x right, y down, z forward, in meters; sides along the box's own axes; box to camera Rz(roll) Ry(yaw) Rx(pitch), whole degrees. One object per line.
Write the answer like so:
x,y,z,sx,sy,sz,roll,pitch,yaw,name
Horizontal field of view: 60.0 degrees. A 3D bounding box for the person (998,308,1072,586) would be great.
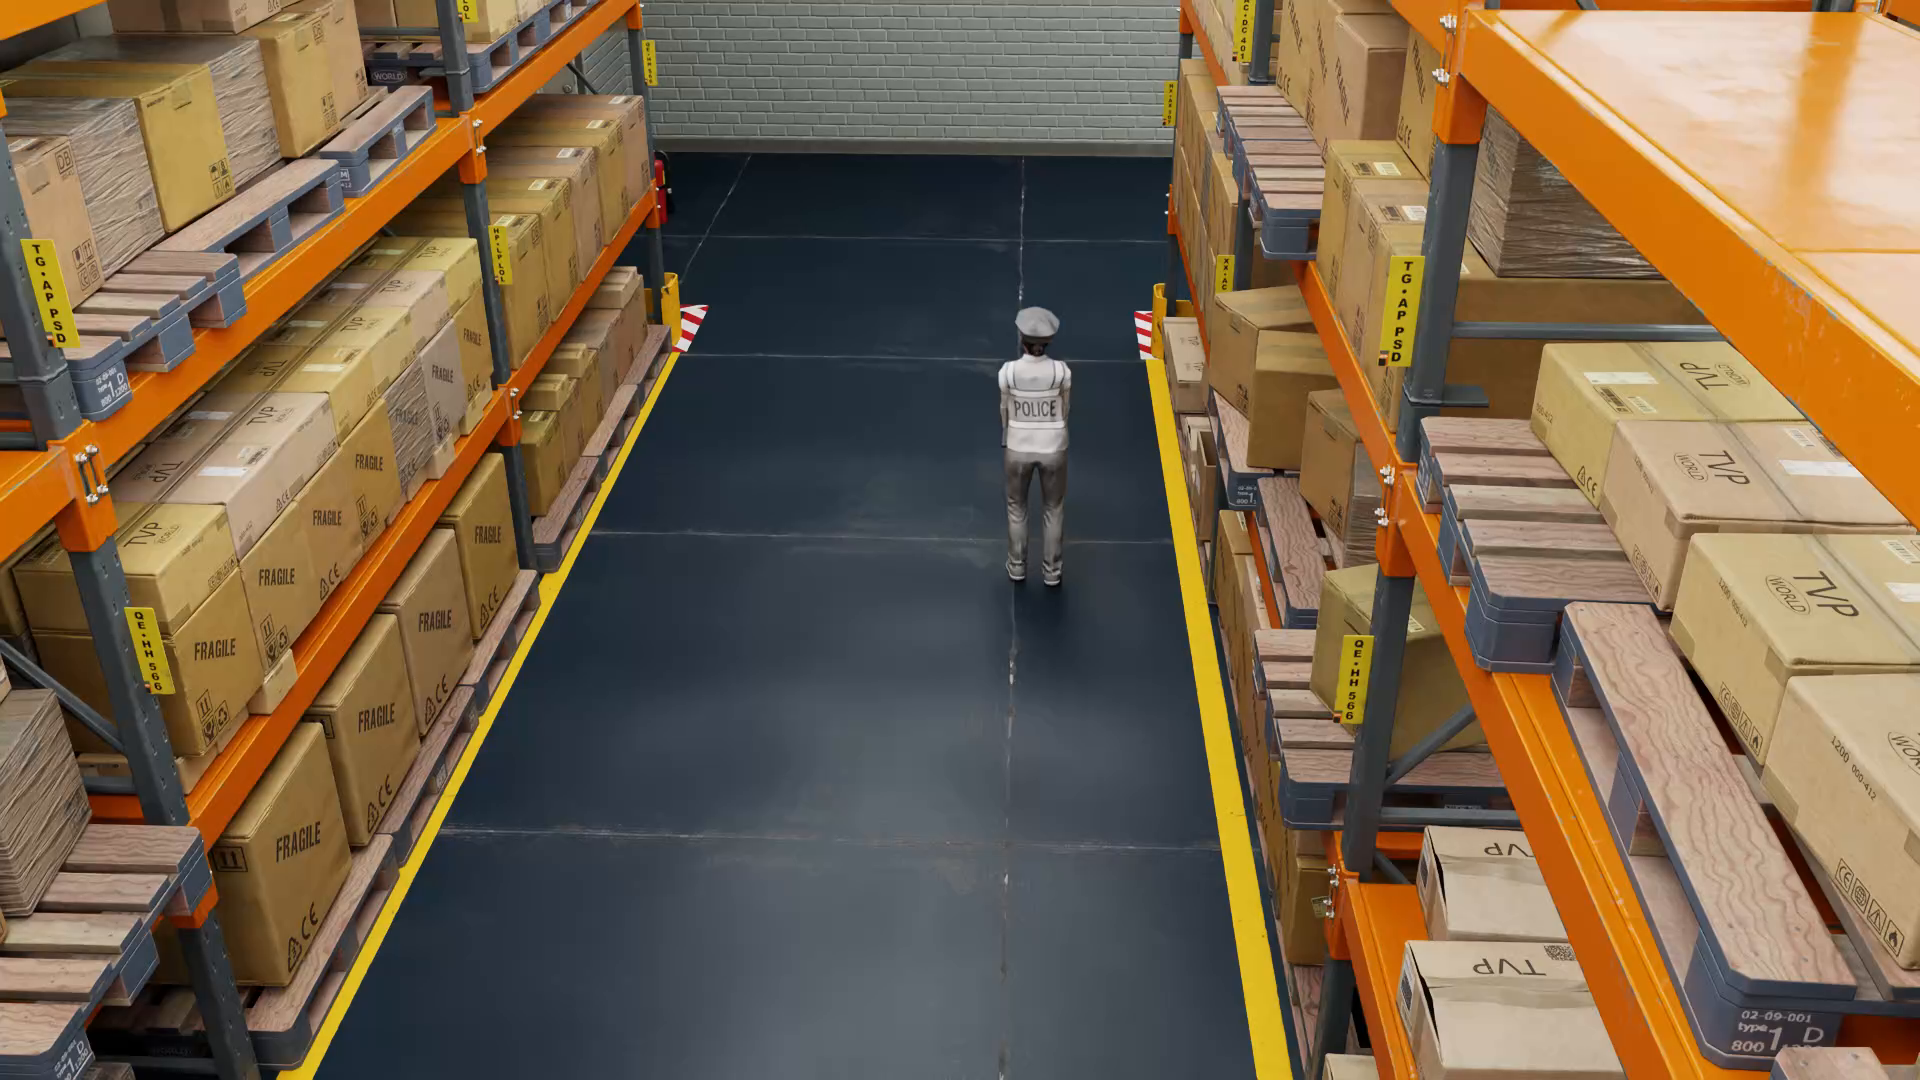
0.426,-0.554,9.638,0.416,1.690,0.522,1,28,1,person
